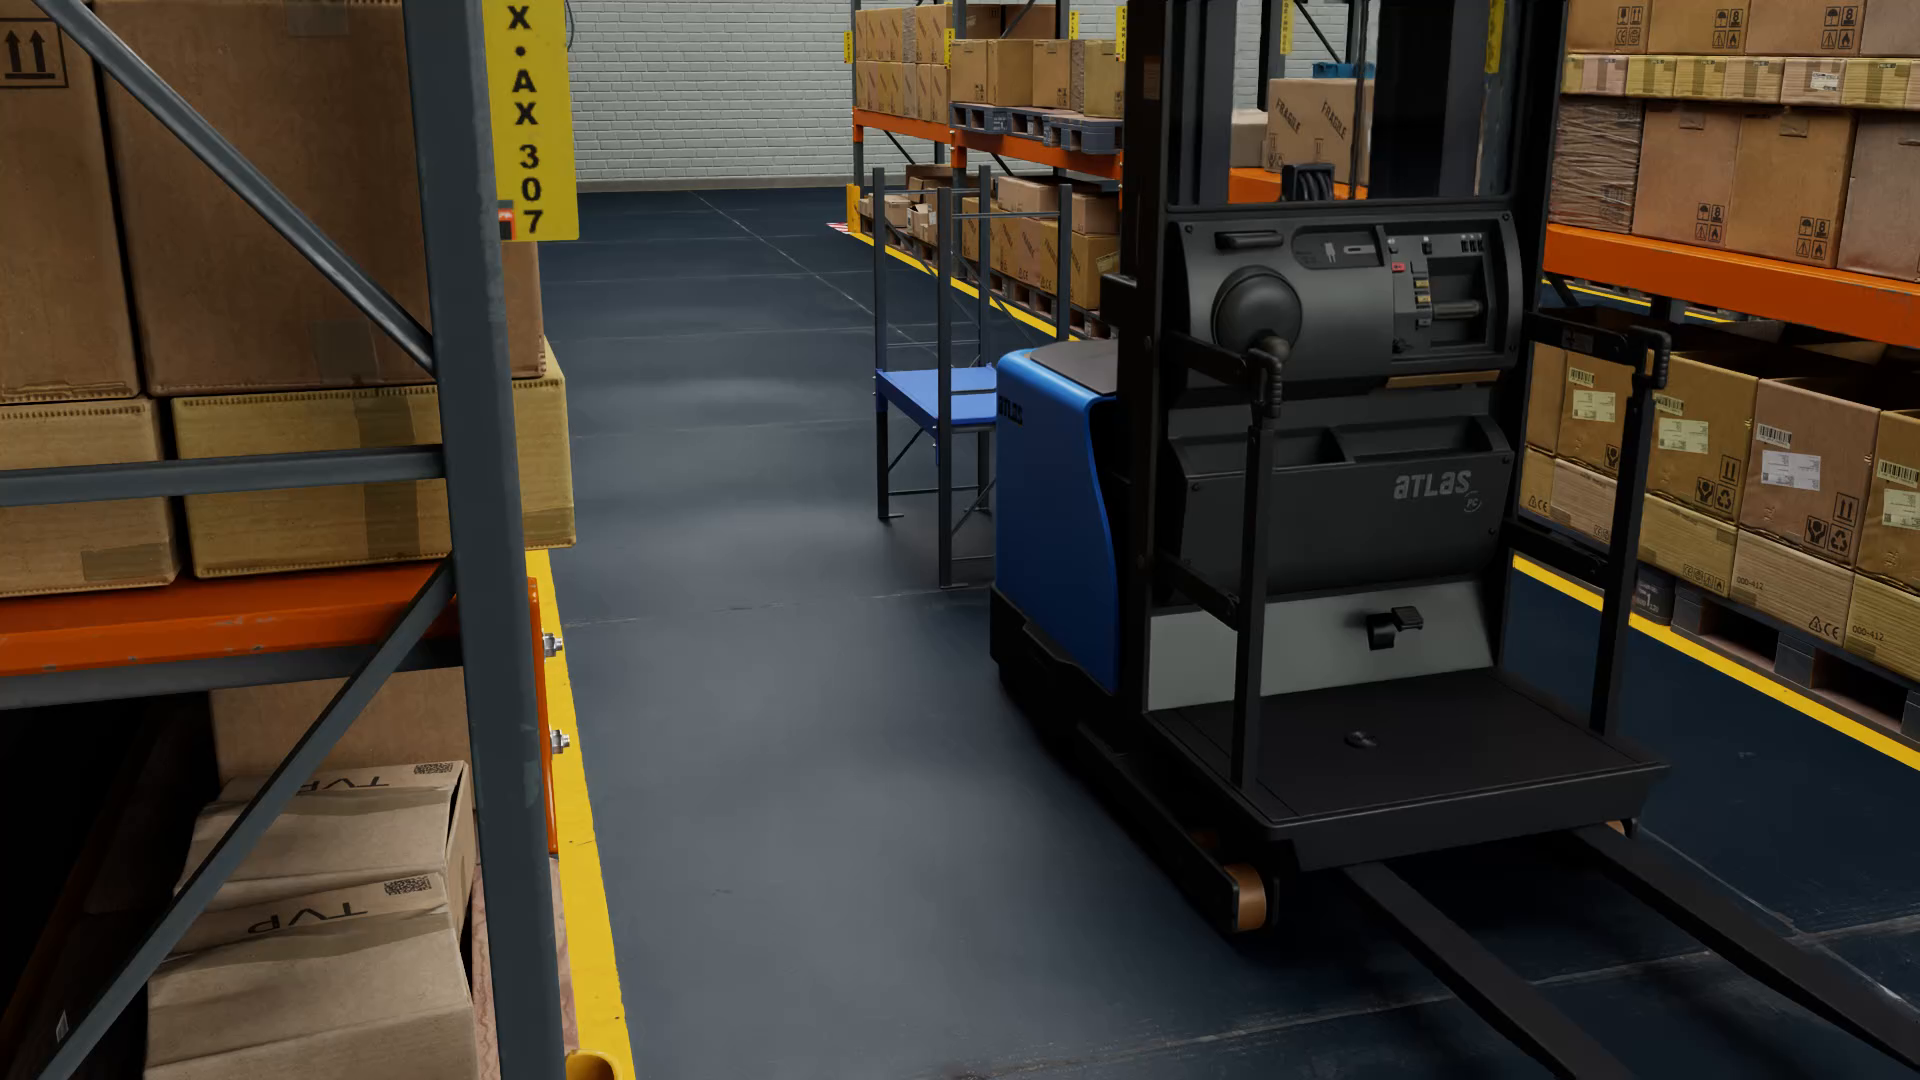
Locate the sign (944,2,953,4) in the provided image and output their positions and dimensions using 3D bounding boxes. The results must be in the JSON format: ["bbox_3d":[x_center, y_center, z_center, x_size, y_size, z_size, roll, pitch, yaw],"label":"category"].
[{"bbox_3d":[-0.125,-5.620,17.885,0.100,0.325,0.005,-5,17,-15],"label":"sign"}]

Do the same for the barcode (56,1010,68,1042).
[{"bbox_3d":[-1.522,0.844,2.822,0.001,0.075,0.075,-5,17,-15],"label":"barcode"}]

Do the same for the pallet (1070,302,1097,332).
[{"bbox_3d":[1.366,-1.537,11.701,1.003,0.211,1.213,-5,17,-15],"label":"pallet"}]

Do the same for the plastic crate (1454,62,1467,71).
[{"bbox_3d":[5.195,-4.486,16.456,0.402,0.464,0.583,-5,17,-15],"label":"plastic crate"}]

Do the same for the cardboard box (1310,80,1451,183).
[{"bbox_3d":[2.156,-2.102,8.562,0.500,0.500,0.500,-5,17,-15],"label":"cardboard box"}]

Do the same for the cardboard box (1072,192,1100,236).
[{"bbox_3d":[1.032,-2.291,11.641,0.500,0.250,0.500,-4,17,-13],"label":"cardboard box"}]

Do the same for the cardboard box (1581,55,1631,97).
[{"bbox_3d":[2.591,-1.756,6.282,0.380,0.149,0.250,-4,17,-14],"label":"cardboard box"}]

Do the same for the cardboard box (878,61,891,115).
[{"bbox_3d":[-0.514,-4.498,16.540,0.500,0.500,0.500,-5,17,-15],"label":"cardboard box"}]

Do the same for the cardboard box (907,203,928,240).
[{"bbox_3d":[-0.200,-3.035,15.750,0.500,0.311,0.500,-5,17,-15],"label":"cardboard box"}]

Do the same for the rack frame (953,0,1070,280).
[{"bbox_3d":[0.435,-3.769,14.286,1.000,3.000,0.127,-5,17,-15],"label":"rack frame"}]

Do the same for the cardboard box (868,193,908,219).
[{"bbox_3d":[-0.650,-3.458,17.265,0.500,0.250,0.500,-5,17,-15],"label":"cardboard box"}]

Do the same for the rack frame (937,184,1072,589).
[{"bbox_3d":[0.163,-0.554,6.190,0.500,1.500,0.032,-5,17,-15],"label":"rack frame"}]

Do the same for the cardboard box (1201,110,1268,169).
[{"bbox_3d":[1.594,-2.357,9.740,0.500,0.311,0.500,-5,17,-16],"label":"cardboard box"}]

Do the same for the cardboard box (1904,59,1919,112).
[{"bbox_3d":[3.017,-1.328,4.857,0.380,0.149,0.250,-5,17,-16],"label":"cardboard box"}]

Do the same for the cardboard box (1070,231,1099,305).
[{"bbox_3d":[1.052,-1.916,11.698,0.500,0.500,0.500,-4,17,-13],"label":"cardboard box"}]

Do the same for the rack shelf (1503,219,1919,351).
[{"bbox_3d":[3.183,-0.658,5.181,1.077,0.370,4.000,-5,17,-15],"label":"rack shelf"}]

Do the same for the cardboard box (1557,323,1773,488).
[{"bbox_3d":[2.605,-0.509,6.178,0.500,0.500,0.500,-5,17,-15],"label":"cardboard box"}]

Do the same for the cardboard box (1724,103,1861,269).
[{"bbox_3d":[3.047,-1.197,5.550,0.700,0.500,0.500,-4,17,-14],"label":"cardboard box"}]

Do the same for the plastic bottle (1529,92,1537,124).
[{"bbox_3d":[5.066,-3.804,14.627,0.097,0.271,0.097,0,17,0],"label":"plastic bottle"}]

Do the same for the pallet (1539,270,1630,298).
[{"bbox_3d":[5.710,-2.269,14.140,1.003,0.211,1.213,-5,17,-15],"label":"pallet"}]

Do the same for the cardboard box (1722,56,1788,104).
[{"bbox_3d":[2.803,-1.543,5.572,0.380,0.149,0.250,-5,18,-17],"label":"cardboard box"}]

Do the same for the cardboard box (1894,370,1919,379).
[{"bbox_3d":[3.390,-0.274,5.397,0.500,0.500,0.500,-5,17,-15],"label":"cardboard box"}]

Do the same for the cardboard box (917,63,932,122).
[{"bbox_3d":[-0.092,-4.077,15.138,0.500,0.500,0.500,-4,17,-14],"label":"cardboard box"}]

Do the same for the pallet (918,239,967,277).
[{"bbox_3d":[0.247,-2.624,15.319,1.003,0.211,1.213,-5,17,-15],"label":"pallet"}]

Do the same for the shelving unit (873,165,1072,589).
[{"bbox_3d":[0.023,-0.695,6.658,0.538,1.500,1.048,-5,17,-15],"label":"shelving unit"}]

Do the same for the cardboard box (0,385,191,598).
[{"bbox_3d":[-1.344,-0.109,2.326,0.500,0.250,0.500,-4,17,-14],"label":"cardboard box"}]

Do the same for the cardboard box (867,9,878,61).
[{"bbox_3d":[-0.645,-5.115,16.853,0.500,0.500,0.500,-5,17,-15],"label":"cardboard box"}]

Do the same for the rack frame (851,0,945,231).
[{"bbox_3d":[-0.664,-4.875,17.969,1.000,3.000,0.127,-5,17,-15],"label":"rack frame"}]

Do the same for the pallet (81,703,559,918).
[{"bbox_3d":[-1.571,0.693,4.278,1.003,0.211,1.213,-5,17,-15],"label":"pallet"}]

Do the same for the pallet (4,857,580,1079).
[{"bbox_3d":[-1.239,1.030,3.157,1.003,0.211,1.213,-5,17,-15],"label":"pallet"}]

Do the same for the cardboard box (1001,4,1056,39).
[{"bbox_3d":[0.576,-4.448,14.635,0.500,0.500,0.500,-4,17,-14],"label":"cardboard box"}]

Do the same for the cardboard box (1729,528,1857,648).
[{"bbox_3d":[2.878,0.127,5.365,0.500,0.250,0.500,-5,17,-15],"label":"cardboard box"}]

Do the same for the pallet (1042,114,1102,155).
[{"bbox_3d":[1.281,-2.753,11.235,1.213,0.211,1.003,-5,17,-15],"label":"pallet"}]

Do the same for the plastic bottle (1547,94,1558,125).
[{"bbox_3d":[5.134,-3.723,14.335,0.061,0.283,0.133,-5,17,-15],"label":"plastic bottle"}]

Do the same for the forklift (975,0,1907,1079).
[{"bbox_3d":[0.991,-0.654,4.034,1.130,2.935,3.031,-5,18,-17],"label":"forklift"}]

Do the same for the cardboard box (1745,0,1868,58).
[{"bbox_3d":[3.039,-1.825,5.384,0.700,0.500,0.500,-5,17,-15],"label":"cardboard box"}]

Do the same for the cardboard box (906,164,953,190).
[{"bbox_3d":[-0.278,-3.758,17.829,0.500,0.500,0.500,-5,17,-15],"label":"cardboard box"}]

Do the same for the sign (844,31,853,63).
[{"bbox_3d":[-1.186,-5.247,17.701,0.100,0.325,0.005,-5,17,-15],"label":"sign"}]

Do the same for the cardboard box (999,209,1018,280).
[{"bbox_3d":[0.621,-2.344,13.122,0.500,0.500,0.500,-4,17,-15],"label":"cardboard box"}]

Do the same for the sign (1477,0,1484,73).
[{"bbox_3d":[2.115,-2.027,6.612,0.100,0.325,0.005,-5,17,-15],"label":"sign"}]

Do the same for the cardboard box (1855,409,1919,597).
[{"bbox_3d":[3.011,-0.093,4.795,0.500,0.500,0.500,-5,17,-15],"label":"cardboard box"}]

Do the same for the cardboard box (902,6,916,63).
[{"bbox_3d":[-0.234,-4.696,15.460,0.500,0.500,0.500,-5,17,-15],"label":"cardboard box"}]

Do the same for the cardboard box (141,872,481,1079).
[{"bbox_3d":[-1.132,0.821,2.912,0.500,0.311,0.500,-7,18,-22],"label":"cardboard box"}]

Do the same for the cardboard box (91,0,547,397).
[{"bbox_3d":[-0.871,-0.510,2.358,0.500,0.500,0.500,-5,17,-15],"label":"cardboard box"}]

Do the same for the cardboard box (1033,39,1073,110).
[{"bbox_3d":[0.980,-3.534,12.600,0.700,0.500,0.500,-10,19,-29],"label":"cardboard box"}]

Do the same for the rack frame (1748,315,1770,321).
[{"bbox_3d":[6.298,-3.053,11.902,1.000,3.000,0.127,-5,17,-15],"label":"rack frame"}]

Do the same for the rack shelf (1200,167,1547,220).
[{"bbox_3d":[2.084,-1.765,8.864,1.077,0.370,4.000,-5,17,-15],"label":"rack shelf"}]

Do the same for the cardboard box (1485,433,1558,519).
[{"bbox_3d":[2.470,-0.288,6.747,0.500,0.250,0.500,-5,17,-15],"label":"cardboard box"}]
